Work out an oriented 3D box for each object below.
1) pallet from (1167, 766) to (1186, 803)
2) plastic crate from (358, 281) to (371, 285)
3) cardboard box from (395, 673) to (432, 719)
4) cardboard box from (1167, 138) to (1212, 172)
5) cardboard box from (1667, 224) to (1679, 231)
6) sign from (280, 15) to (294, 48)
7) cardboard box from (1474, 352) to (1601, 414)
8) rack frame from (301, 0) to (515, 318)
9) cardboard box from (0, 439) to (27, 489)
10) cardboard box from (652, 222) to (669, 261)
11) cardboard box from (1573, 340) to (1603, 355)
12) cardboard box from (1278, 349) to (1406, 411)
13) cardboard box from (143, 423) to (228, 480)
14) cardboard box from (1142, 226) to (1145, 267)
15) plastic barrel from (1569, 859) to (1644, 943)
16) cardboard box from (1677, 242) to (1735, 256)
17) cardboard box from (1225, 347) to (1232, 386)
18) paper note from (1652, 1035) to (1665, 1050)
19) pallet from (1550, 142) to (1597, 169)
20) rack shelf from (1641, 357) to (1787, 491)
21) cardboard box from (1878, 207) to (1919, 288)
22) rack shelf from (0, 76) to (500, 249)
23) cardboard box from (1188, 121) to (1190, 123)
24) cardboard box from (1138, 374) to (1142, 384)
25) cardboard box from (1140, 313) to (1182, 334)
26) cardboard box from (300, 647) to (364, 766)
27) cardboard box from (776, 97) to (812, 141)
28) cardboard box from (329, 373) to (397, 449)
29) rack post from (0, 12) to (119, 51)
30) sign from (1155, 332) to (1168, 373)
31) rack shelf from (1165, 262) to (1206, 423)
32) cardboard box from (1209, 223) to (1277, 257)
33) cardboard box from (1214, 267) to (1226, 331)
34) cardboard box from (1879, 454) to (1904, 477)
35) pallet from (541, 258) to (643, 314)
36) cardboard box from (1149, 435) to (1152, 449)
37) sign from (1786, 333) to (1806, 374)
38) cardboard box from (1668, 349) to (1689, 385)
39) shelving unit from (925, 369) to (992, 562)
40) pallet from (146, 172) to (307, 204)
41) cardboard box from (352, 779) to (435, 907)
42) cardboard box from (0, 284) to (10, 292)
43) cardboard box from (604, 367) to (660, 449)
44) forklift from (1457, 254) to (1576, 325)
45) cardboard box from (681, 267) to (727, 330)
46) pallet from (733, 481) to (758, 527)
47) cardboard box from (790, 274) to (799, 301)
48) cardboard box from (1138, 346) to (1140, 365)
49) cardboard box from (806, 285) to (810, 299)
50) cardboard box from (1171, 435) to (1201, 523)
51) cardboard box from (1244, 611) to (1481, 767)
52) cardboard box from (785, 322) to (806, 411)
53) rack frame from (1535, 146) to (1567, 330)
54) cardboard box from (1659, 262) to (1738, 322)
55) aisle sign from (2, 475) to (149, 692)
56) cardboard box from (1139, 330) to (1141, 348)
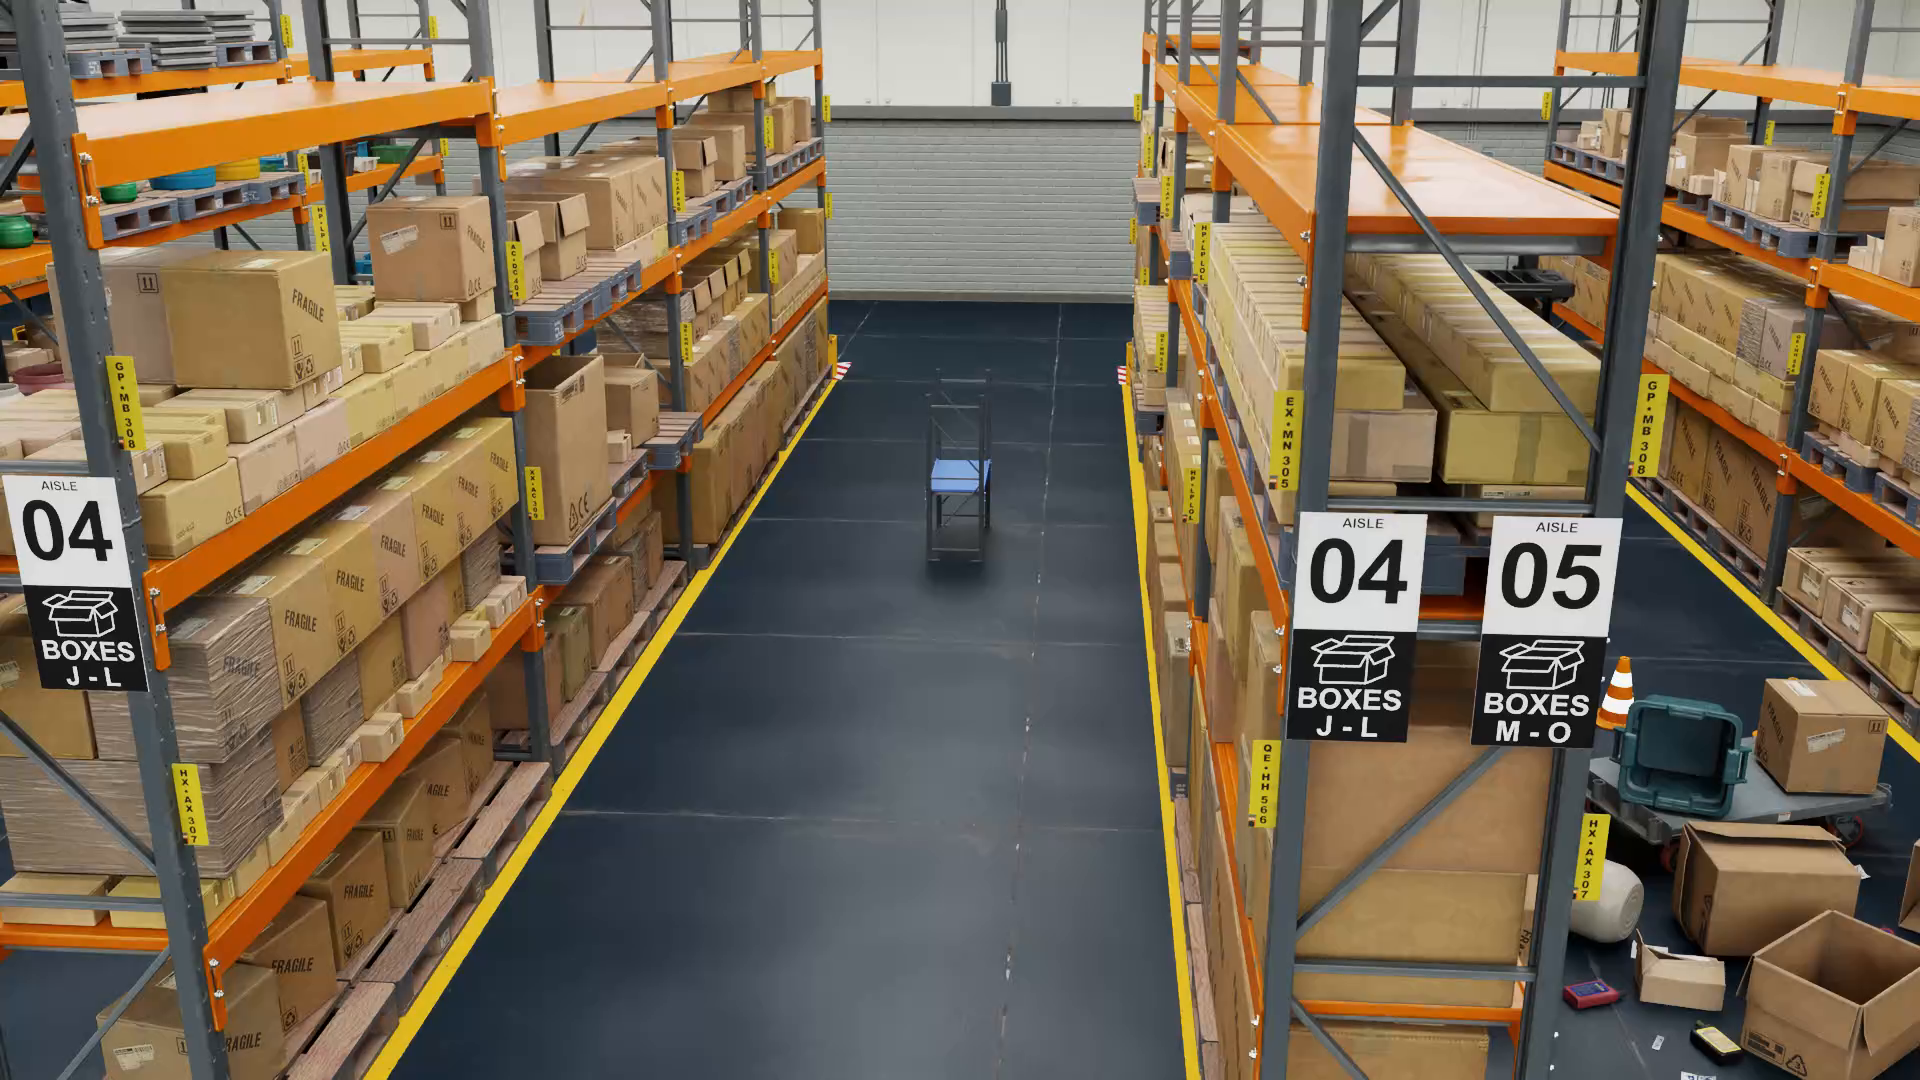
[{"bbox_3d":[1.846,1.352,10.785,1.003,0.211,1.213,1,18,4],"label":"pallet"},{"bbox_3d":[-7.147,-2.912,19.412,0.437,0.282,0.530,1,18,4],"label":"plastic crate"},{"bbox_3d":[-2.918,0.784,8.443,0.380,0.149,0.250,1,18,4],"label":"cardboard box"},{"bbox_3d":[1.994,-3.342,14.426,0.396,0.266,0.258,1,18,4],"label":"cardboard box"},{"bbox_3d":[7.644,-3.221,17.455,0.380,0.149,0.250,1,18,3],"label":"cardboard box"},{"bbox_3d":[-6.892,-5.208,17.028,0.100,0.325,0.005,1,18,4],"label":"sign"},{"bbox_3d":[1.921,-0.518,5.485,0.380,0.149,0.250,1,18,5],"label":"cardboard box"},{"bbox_3d":[-3.074,-2.725,9.114,1.000,3.000,0.127,1,18,4],"label":"rack frame"},{"bbox_3d":[-3.652,-0.269,6.036,0.380,0.149,0.250,1,18,4],"label":"cardboard box"},{"bbox_3d":[-2.577,-2.317,12.929,0.500,0.250,0.500,1,18,4],"label":"cardboard box"},{"bbox_3d":[7.723,-2.155,20.449,0.875,0.438,0.875,1,18,2],"label":"cardboard box"},{"bbox_3d":[1.265,-0.534,5.533,0.380,0.149,0.250,1,18,4],"label":"cardboard box"},{"bbox_3d":[-2.995,-0.334,6.236,0.380,0.149,0.250,2,18,5],"label":"cardboard box"},{"bbox_3d":[2.235,-3.193,17.934,0.500,0.500,0.500,1,18,2],"label":"cardboard box"},{"bbox_3d":[3.315,1.879,8.836,0.512,0.421,0.421,17,25,41],"label":"plastic barrel"},{"bbox_3d":[7.660,-2.803,17.220,0.500,0.500,0.500,1,18,4],"label":"cardboard box"},{"bbox_3d":[1.412,-0.784,7.577,0.380,0.149,0.250,1,18,4],"label":"cardboard box"},{"bbox_3d":[3.327,2.395,7.924,0.032,0.001,0.123,12,22,32],"label":"paper note"},{"bbox_3d":[7.628,-4.532,19.590,1.003,0.211,1.213,1,18,4],"label":"pallet"},{"bbox_3d":[7.241,-1.174,15.172,1.077,0.370,4.000,1,18,4],"label":"rack shelf"},{"bbox_3d":[7.020,-2.074,11.784,0.700,0.500,0.500,1,18,4],"label":"cardboard box"},{"bbox_3d":[-3.217,-1.760,7.331,1.077,0.370,4.000,1,18,4],"label":"rack shelf"},{"bbox_3d":[2.863,-4.976,19.600,0.380,0.149,0.250,1,18,2],"label":"cardboard box"},{"bbox_3d":[2.219,-1.783,18.823,0.380,0.149,0.250,0,18,1],"label":"cardboard box"},{"bbox_3d":[1.845,-1.982,15.255,0.380,0.149,0.250,2,18,6],"label":"cardboard box"},{"bbox_3d":[-3.299,0.697,7.668,0.875,0.500,0.500,1,18,4],"label":"cardboard box"},{"bbox_3d":[-2.197,-5.158,20.362,0.700,0.500,0.500,0,18,1],"label":"cardboard box"},{"bbox_3d":[-2.966,-0.606,7.705,0.500,0.250,0.500,2,18,6],"label":"cardboard box"},{"bbox_3d":[-7.716,-4.268,13.944,0.954,0.300,0.937,1,18,4],"label":"rack post"},{"bbox_3d":[1.611,-1.496,13.266,0.100,0.325,0.005,1,18,4],"label":"sign"},{"bbox_3d":[2.010,-1.437,11.155,1.077,0.370,4.000,1,18,4],"label":"rack shelf"},{"bbox_3d":[1.501,-1.559,8.660,0.380,0.149,0.250,1,18,4],"label":"cardboard box"},{"bbox_3d":[1.517,-1.172,8.121,0.500,0.250,0.500,1,18,3],"label":"cardboard box"},{"bbox_3d":[6.790,-0.546,11.828,0.380,0.149,0.250,2,18,7],"label":"cardboard box"},{"bbox_3d":[-2.852,-1.722,11.172,1.213,0.211,1.003,1,18,4],"label":"pallet"},{"bbox_3d":[2.046,-1.037,15.734,0.500,0.250,0.500,2,18,6],"label":"cardboard box"},{"bbox_3d":[6.544,-1.457,13.019,0.100,0.325,0.005,1,18,4],"label":"sign"},{"bbox_3d":[7.001,-1.616,15.605,0.500,0.250,0.500,1,18,3],"label":"cardboard box"},{"bbox_3d":[-0.006,-0.686,14.936,0.538,1.500,1.048,1,18,4],"label":"shelving unit"},{"bbox_3d":[-7.399,-3.559,16.781,1.213,0.211,1.003,1,18,4],"label":"pallet"},{"bbox_3d":[-3.142,1.610,8.859,0.500,0.500,0.500,0,18,-1],"label":"cardboard box"},{"bbox_3d":[-11.966,-3.253,20.200,0.500,0.500,0.500,1,18,3],"label":"cardboard box"},{"bbox_3d":[-2.726,-1.019,12.708,0.700,0.500,0.500,4,19,12],"label":"cardboard box"},{"bbox_3d":[4.571,-1.285,14.463,1.130,2.935,3.031,2,18,5],"label":"forklift"},{"bbox_3d":[-2.628,-2.278,15.614,0.797,0.503,0.637,2,18,6],"label":"cardboard box"},{"bbox_3d":[-2.565,-0.412,16.169,1.003,0.211,1.213,1,18,4],"label":"pallet"},{"bbox_3d":[-2.133,-2.884,18.998,0.500,0.250,0.500,2,18,5],"label":"cardboard box"},{"bbox_3d":[1.843,-1.701,15.353,0.380,0.149,0.250,0,18,1],"label":"cardboard box"},{"bbox_3d":[-2.000,-2.966,19.888,0.380,0.149,0.250,1,18,4],"label":"cardboard box"},{"bbox_3d":[1.743,-0.419,11.551,0.500,0.500,0.500,1,18,3],"label":"cardboard box"},{"bbox_3d":[1.592,0.639,6.509,0.875,0.550,0.550,1,18,4],"label":"cardboard box"},{"bbox_3d":[-2.309,-2.031,19.370,0.875,0.875,0.875,1,18,4],"label":"cardboard box"},{"bbox_3d":[7.671,-3.380,20.747,1.000,3.000,0.127,1,18,4],"label":"rack frame"},{"bbox_3d":[7.057,-2.371,15.903,0.500,0.500,0.500,1,18,4],"label":"cardboard box"},{"bbox_3d":[-3.066,0.159,5.773,0.394,0.787,0.004,1,18,4],"label":"aisle sign"},{"bbox_3d":[1.843,-1.840,15.300,0.380,0.149,0.250,1,18,3],"label":"cardboard box"}]
